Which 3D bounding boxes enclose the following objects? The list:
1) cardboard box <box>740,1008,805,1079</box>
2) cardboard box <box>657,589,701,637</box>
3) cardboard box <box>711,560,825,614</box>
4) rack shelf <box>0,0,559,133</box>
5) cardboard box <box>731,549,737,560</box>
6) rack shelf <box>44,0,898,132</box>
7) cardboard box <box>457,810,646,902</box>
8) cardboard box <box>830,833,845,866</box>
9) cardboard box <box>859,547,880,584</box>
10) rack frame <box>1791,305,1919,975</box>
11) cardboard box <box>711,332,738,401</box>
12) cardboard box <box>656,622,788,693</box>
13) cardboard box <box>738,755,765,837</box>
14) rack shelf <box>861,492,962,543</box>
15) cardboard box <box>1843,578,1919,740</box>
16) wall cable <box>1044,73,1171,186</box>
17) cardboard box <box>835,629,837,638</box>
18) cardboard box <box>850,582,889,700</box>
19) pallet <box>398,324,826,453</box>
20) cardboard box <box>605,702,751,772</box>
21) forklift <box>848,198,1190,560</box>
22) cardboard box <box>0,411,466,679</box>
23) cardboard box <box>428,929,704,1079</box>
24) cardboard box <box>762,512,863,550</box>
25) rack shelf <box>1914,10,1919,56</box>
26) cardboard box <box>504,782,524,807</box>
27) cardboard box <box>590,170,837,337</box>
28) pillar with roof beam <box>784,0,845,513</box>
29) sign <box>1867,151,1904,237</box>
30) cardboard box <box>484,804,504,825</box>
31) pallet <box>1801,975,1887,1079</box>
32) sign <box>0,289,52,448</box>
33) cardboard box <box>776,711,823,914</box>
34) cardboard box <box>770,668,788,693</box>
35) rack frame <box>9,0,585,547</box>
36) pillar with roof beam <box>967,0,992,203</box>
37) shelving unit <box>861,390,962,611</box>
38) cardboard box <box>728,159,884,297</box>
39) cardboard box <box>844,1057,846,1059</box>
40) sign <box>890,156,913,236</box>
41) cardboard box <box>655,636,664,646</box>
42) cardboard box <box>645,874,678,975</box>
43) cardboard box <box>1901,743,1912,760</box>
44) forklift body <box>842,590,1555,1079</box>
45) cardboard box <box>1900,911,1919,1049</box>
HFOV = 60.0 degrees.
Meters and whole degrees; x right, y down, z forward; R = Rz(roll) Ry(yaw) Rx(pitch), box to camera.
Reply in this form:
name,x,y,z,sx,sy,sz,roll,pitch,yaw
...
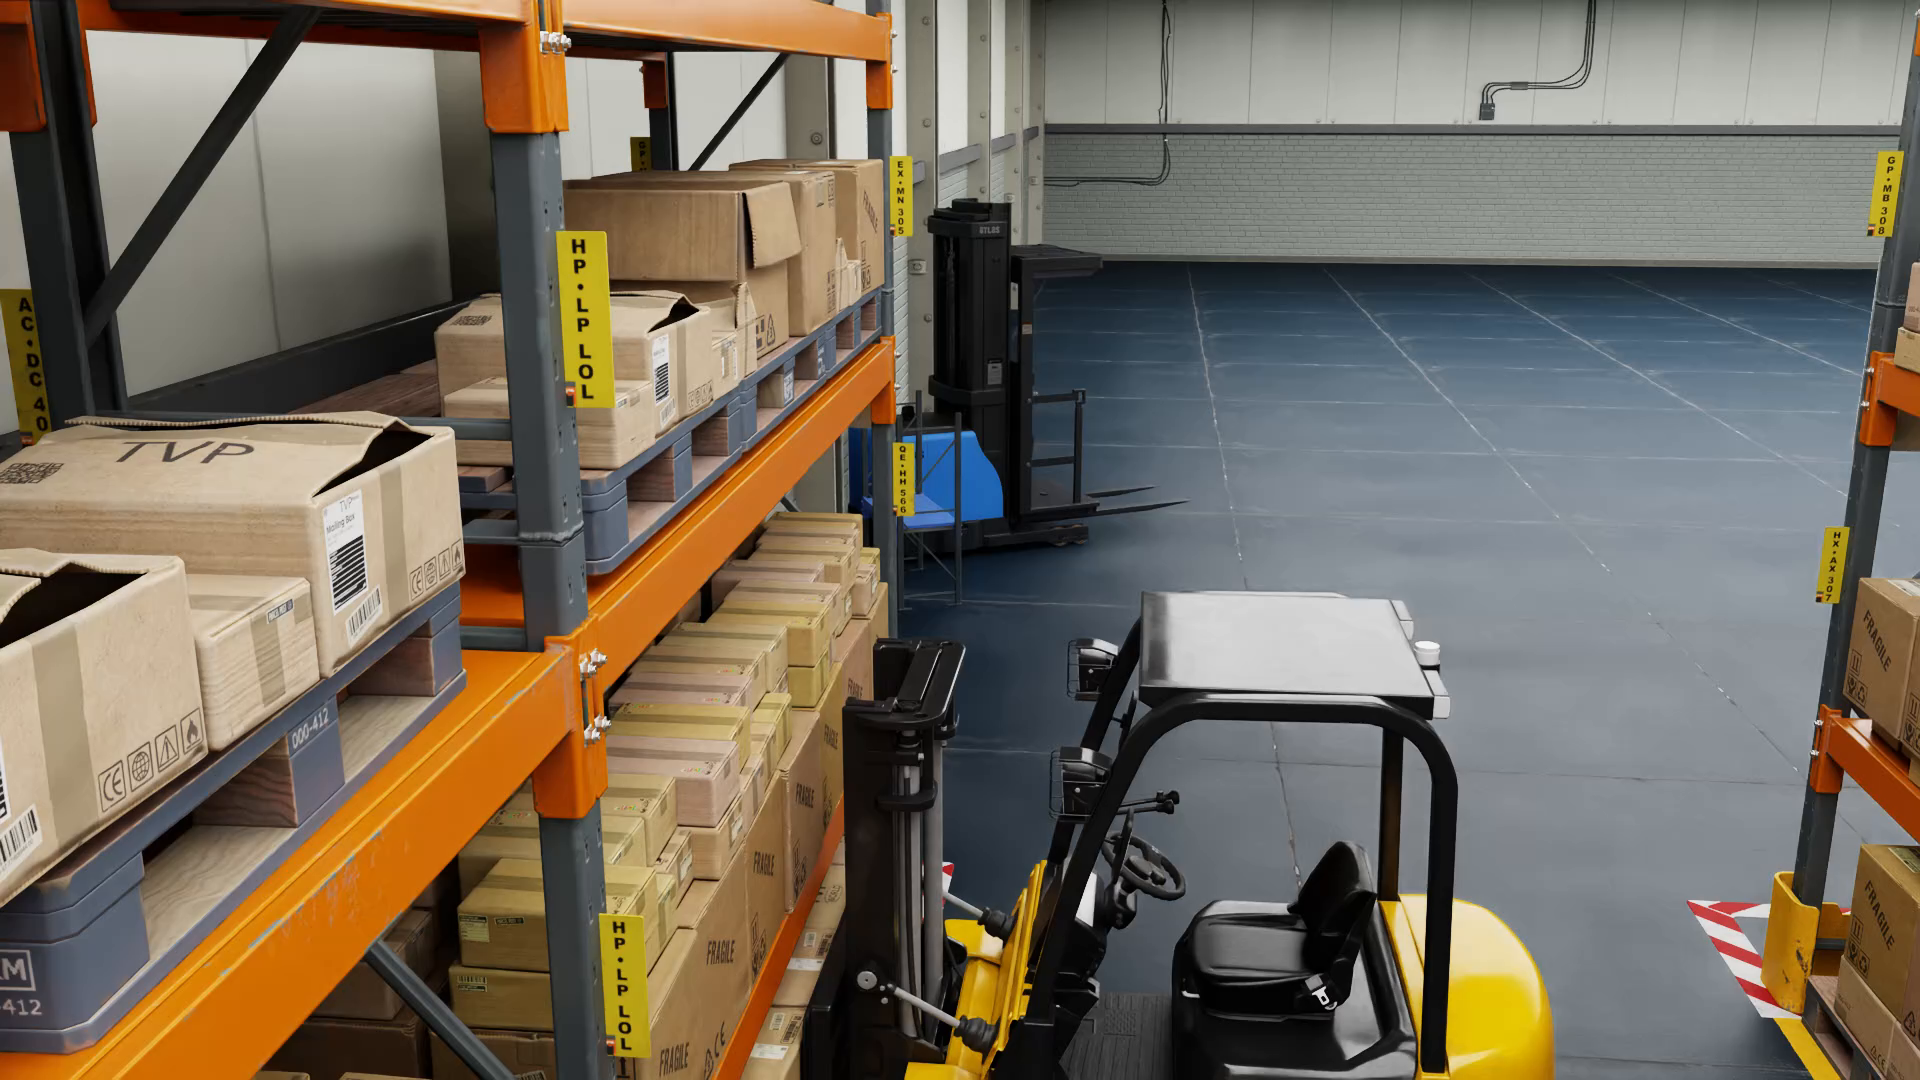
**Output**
name,x,y,z,sx,sy,sz,roll,pitch,yaw
cardboard box,-0.757,1.694,5.198,0.500,0.250,0.500,2,15,8
cardboard box,-1.161,0.237,6.035,0.380,0.149,0.250,2,15,8
cardboard box,-0.717,0.183,6.236,0.380,0.149,0.250,2,15,7
rack shelf,-1.461,-0.407,1.072,1.077,0.370,4.000,2,15,6
cardboard box,-1.126,0.036,6.780,0.380,0.149,0.250,2,15,8
rack shelf,-1.010,-1.444,4.908,1.077,0.370,4.000,2,15,6
cardboard box,-0.983,0.780,4.026,0.380,0.149,0.250,2,15,7
cardboard box,-0.578,1.296,6.671,0.500,0.250,0.500,2,15,7
cardboard box,-0.545,0.129,7.003,0.380,0.149,0.250,2,15,7
rack frame,4.148,0.538,6.926,1.000,3.000,0.127,2,15,6
cardboard box,-0.796,-0.454,4.335,0.380,0.149,0.250,2,15,8
cardboard box,-0.782,0.385,5.489,0.380,0.149,0.250,2,15,7
cardboard box,-0.776,0.728,4.788,0.380,0.149,0.250,2,15,6
rack shelf,-0.391,-0.160,13.071,0.538,0.185,1.000,-5,16,-17
cardboard box,3.819,0.461,6.450,0.500,0.500,0.500,1,15,5
wall cable,3.273,-9.356,37.973,3.097,2.526,0.112,2,15,6
cardboard box,-0.674,0.326,6.276,0.380,0.149,0.250,2,15,6
cardboard box,-0.579,0.480,6.950,0.500,0.500,0.500,1,15,5
pallet,-1.025,-0.513,5.235,1.003,0.211,1.213,2,15,6
cardboard box,-0.812,0.582,4.758,0.380,0.149,0.250,1,15,5
forklift,0.578,-1.481,14.523,3.031,2.935,1.130,-7,16,-23
cardboard box,-1.075,-0.031,2.458,0.500,0.311,0.500,1,15,4
cardboard box,-0.926,1.274,4.011,0.500,0.500,0.500,1,15,5
cardboard box,-0.615,-0.013,6.960,0.380,0.149,0.250,2,15,6
rack shelf,3.923,-1.491,4.319,1.077,0.370,4.000,2,15,6
cardboard box,-1.432,0.775,4.615,0.380,0.149,0.250,2,15,7
cardboard box,-0.807,-0.970,5.568,0.700,0.500,0.500,2,15,7
pillar with roof beam,3.196,-3.779,11.397,9.100,9.000,0.400,2,15,6
sign,3.609,-1.348,6.480,0.100,0.325,0.005,2,15,6
cardboard box,-1.414,0.700,4.321,0.380,0.149,0.250,2,15,6
pallet,4.013,2.113,6.442,1.003,0.211,1.213,2,15,6
sign,-1.787,-0.322,3.216,0.100,0.325,0.005,2,15,6
cardboard box,-0.750,0.878,5.478,0.500,0.500,0.500,2,15,7
cardboard box,-0.783,0.525,5.540,0.380,0.149,0.250,2,15,6
rack frame,-1.236,-1.466,2.844,1.000,3.000,0.127,2,15,6
pillar with roof beam,4.550,-6.891,22.907,9.100,9.000,0.400,2,15,6
shelving unit,-0.391,-0.334,13.024,0.538,1.500,1.048,-5,16,-17
cardboard box,-0.592,-1.233,6.540,0.500,0.500,0.500,2,15,8
cardboard box,-0.654,1.907,6.328,0.500,0.250,0.500,2,15,7
sign,-0.247,-1.425,6.894,0.100,0.325,0.005,2,15,6
cardboard box,-1.269,0.373,6.101,0.380,0.149,0.250,2,15,7
cardboard box,-0.910,0.927,4.055,0.380,0.149,0.250,2,15,8
cardboard box,3.890,0.807,6.412,0.380,0.149,0.250,2,15,7
forklift body,0.815,1.348,5.557,2.313,2.155,1.214,2,15,6
cardboard box,3.726,1.643,5.864,0.500,0.500,0.500,1,15,4
